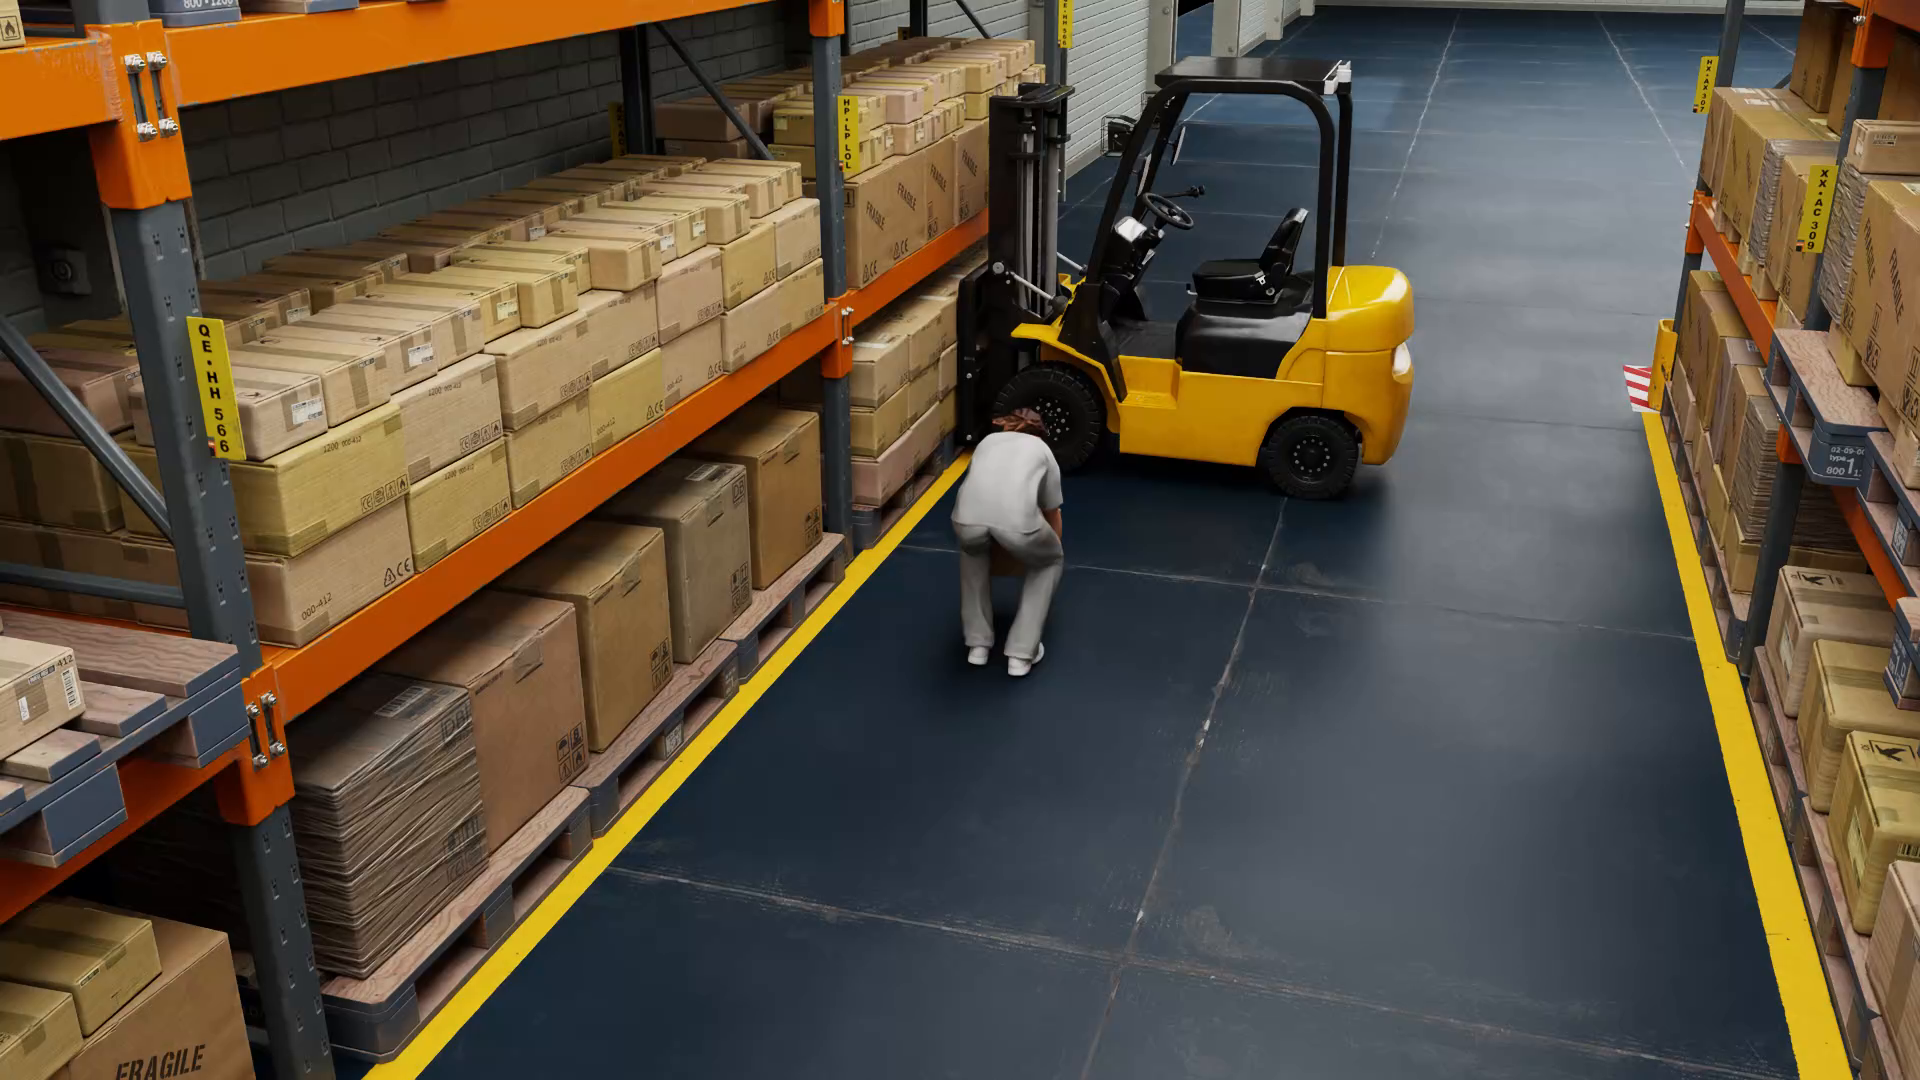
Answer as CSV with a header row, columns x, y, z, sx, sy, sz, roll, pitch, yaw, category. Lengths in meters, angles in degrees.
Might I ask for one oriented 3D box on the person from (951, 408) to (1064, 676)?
x,y,z,sx,sy,sz,roll,pitch,yaw,category
0.215,-0.003,7.021,0.460,0.982,0.867,5,23,13,person
